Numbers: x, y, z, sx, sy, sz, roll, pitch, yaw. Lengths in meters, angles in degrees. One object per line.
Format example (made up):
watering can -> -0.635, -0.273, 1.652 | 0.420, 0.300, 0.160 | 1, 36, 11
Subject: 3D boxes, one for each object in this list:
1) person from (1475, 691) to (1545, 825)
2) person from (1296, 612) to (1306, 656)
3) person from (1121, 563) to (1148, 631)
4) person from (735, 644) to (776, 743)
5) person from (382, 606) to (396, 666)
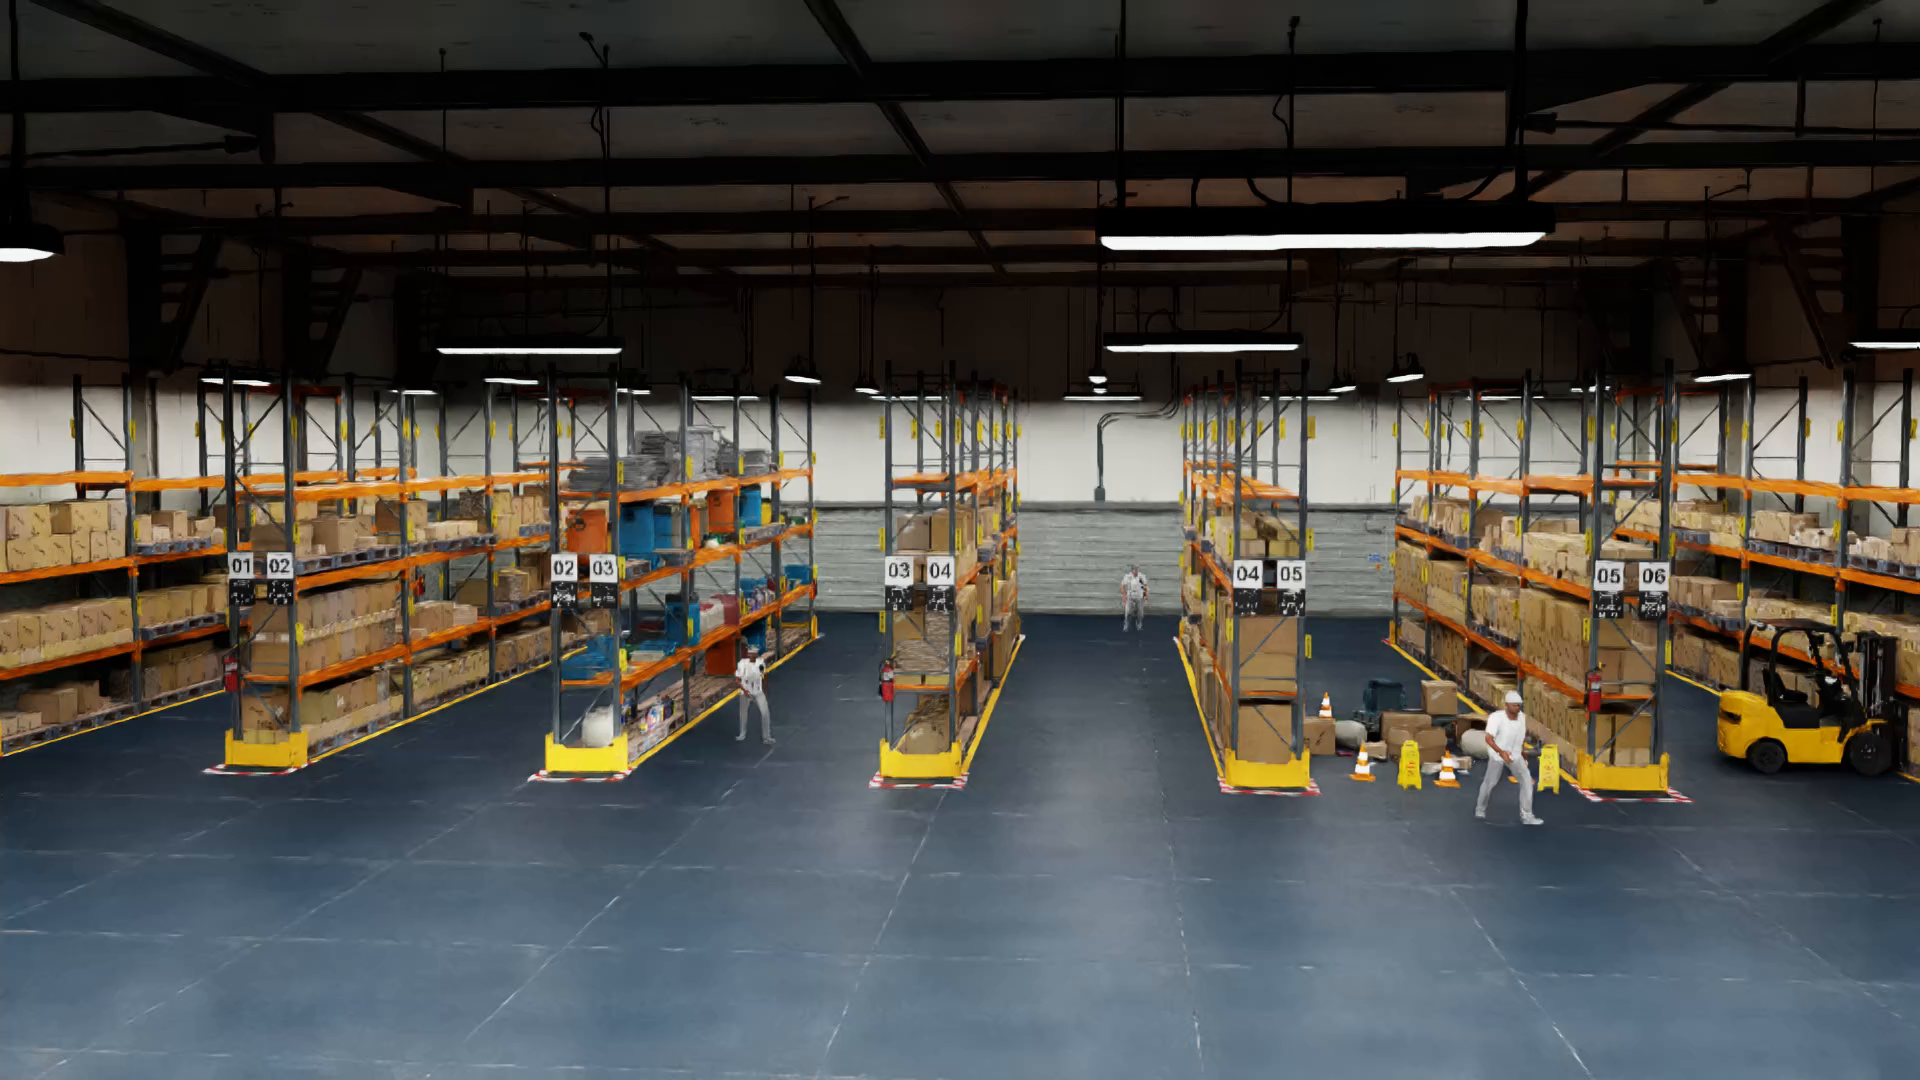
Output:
person -> 6.962, 2.753, 21.214 | 0.699, 1.705, 0.840 | -1, 4, -12
person -> 7.449, 1.690, 36.971 | 0.570, 1.737, 0.653 | 2, 4, 33
person -> 4.363, 1.426, 41.532 | 0.683, 1.703, 0.532 | 0, 4, 3
person -> -3.300, 2.443, 26.604 | 0.624, 1.615, 0.776 | -1, 4, -15
person -> -11.958, 1.866, 34.980 | 0.433, 1.653, 0.553 | -1, 4, -21
